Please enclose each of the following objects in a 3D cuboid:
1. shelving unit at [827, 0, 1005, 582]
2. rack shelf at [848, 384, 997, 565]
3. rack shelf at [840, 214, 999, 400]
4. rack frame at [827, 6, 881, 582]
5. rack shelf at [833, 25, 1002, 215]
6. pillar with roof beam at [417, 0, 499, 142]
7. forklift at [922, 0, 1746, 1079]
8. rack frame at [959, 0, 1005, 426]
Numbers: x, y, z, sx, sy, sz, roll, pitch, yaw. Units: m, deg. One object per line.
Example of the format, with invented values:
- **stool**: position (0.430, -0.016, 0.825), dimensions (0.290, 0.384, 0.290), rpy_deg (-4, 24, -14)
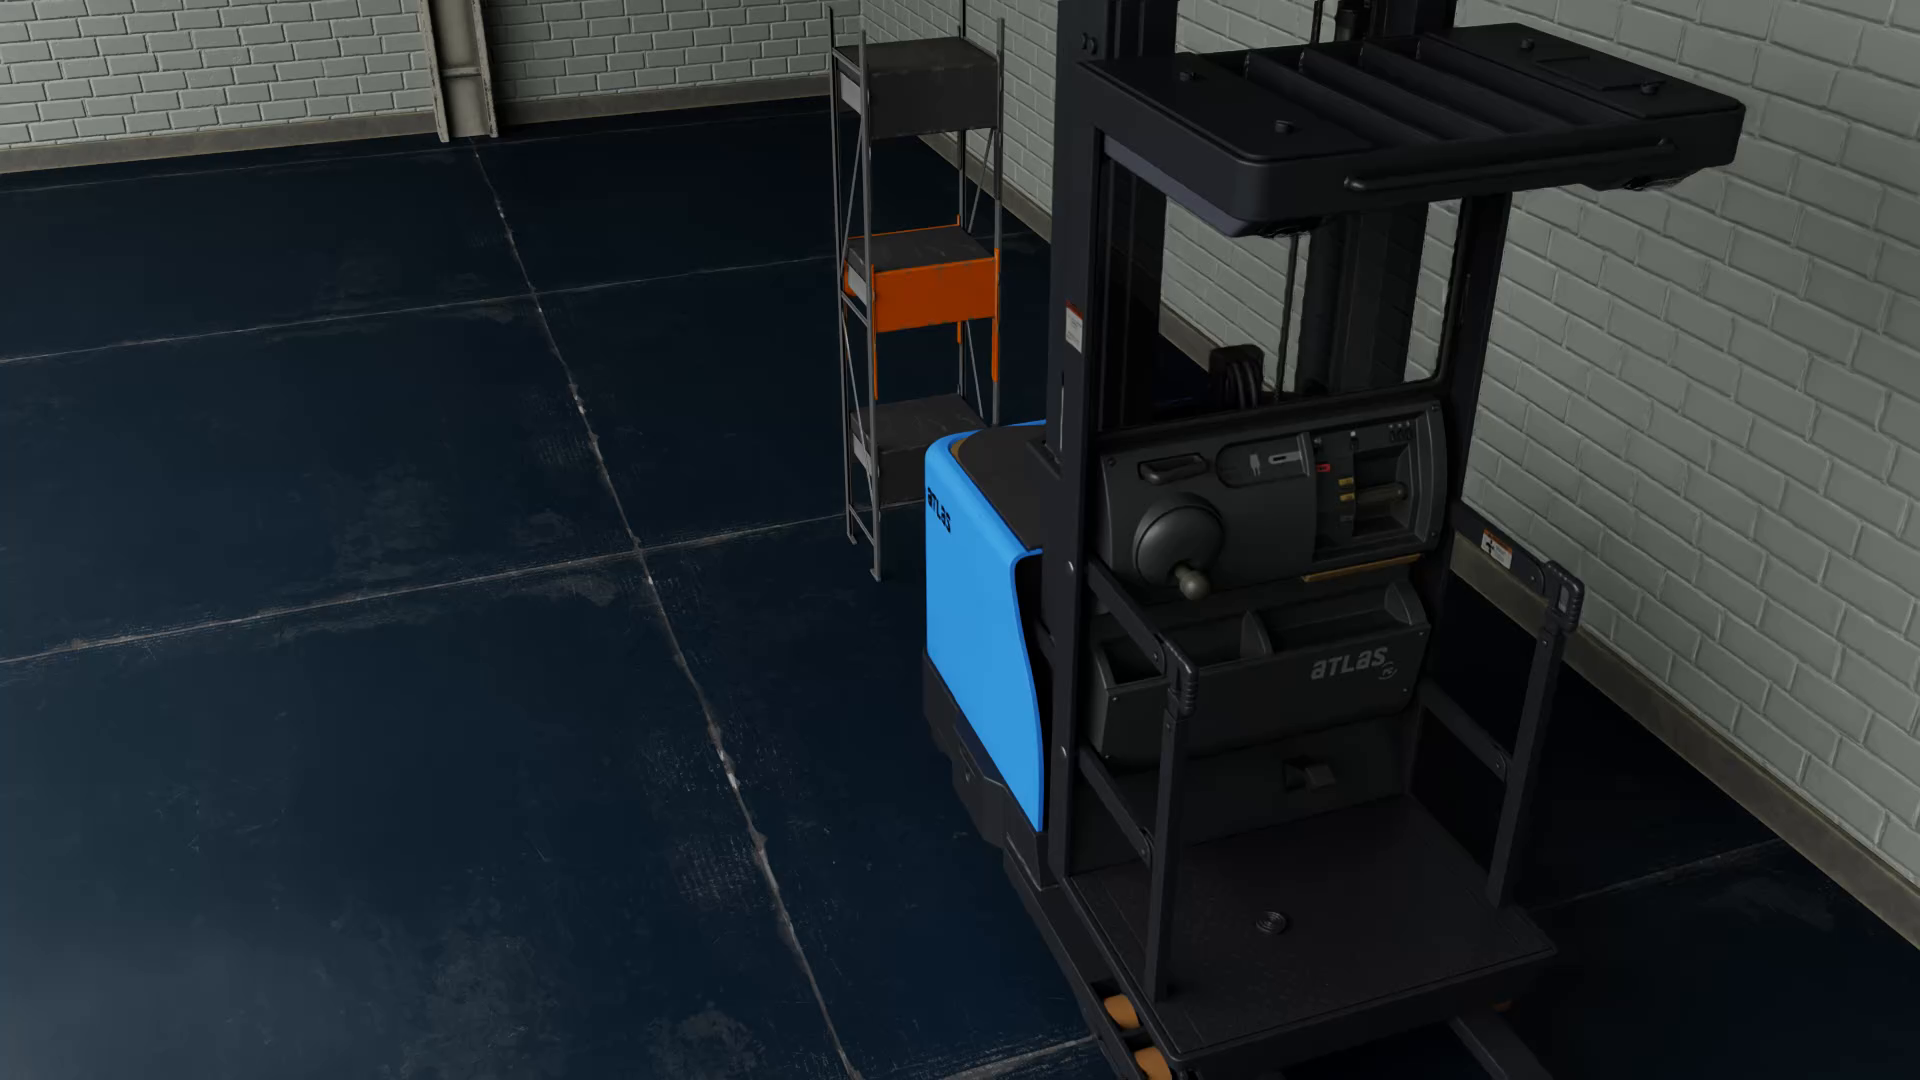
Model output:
- **shelving unit**: position (-0.155, -0.884, 6.180), dimensions (0.503, 2.100, 0.431), rpy_deg (-10, 31, -18)
- **rack shelf**: position (-0.155, -0.264, 6.533), dimensions (0.480, 0.518, 0.431), rpy_deg (-10, 31, -18)
- **rack shelf**: position (-0.155, -0.872, 6.187), dimensions (0.480, 0.518, 0.431), rpy_deg (-10, 31, -18)
- **rack frame**: position (-0.384, -0.842, 6.106), dimensions (0.015, 2.100, 0.400), rpy_deg (-10, 31, -18)
- **rack shelf**: position (-0.155, -1.480, 5.840), dimensions (0.480, 0.518, 0.431), rpy_deg (-10, 31, -18)
- **pillar with roof beam**: position (-1.995, -4.800, 6.085), dimensions (0.400, 9.000, 9.100), rpy_deg (-10, 31, -18)
- **forklift**: position (0.851, -0.054, 3.885), dimensions (1.130, 2.935, 3.031), rpy_deg (-10, 31, -17)
- **rack frame**: position (0.074, -0.926, 6.254), dimensions (0.015, 2.100, 0.400), rpy_deg (-10, 31, -18)
